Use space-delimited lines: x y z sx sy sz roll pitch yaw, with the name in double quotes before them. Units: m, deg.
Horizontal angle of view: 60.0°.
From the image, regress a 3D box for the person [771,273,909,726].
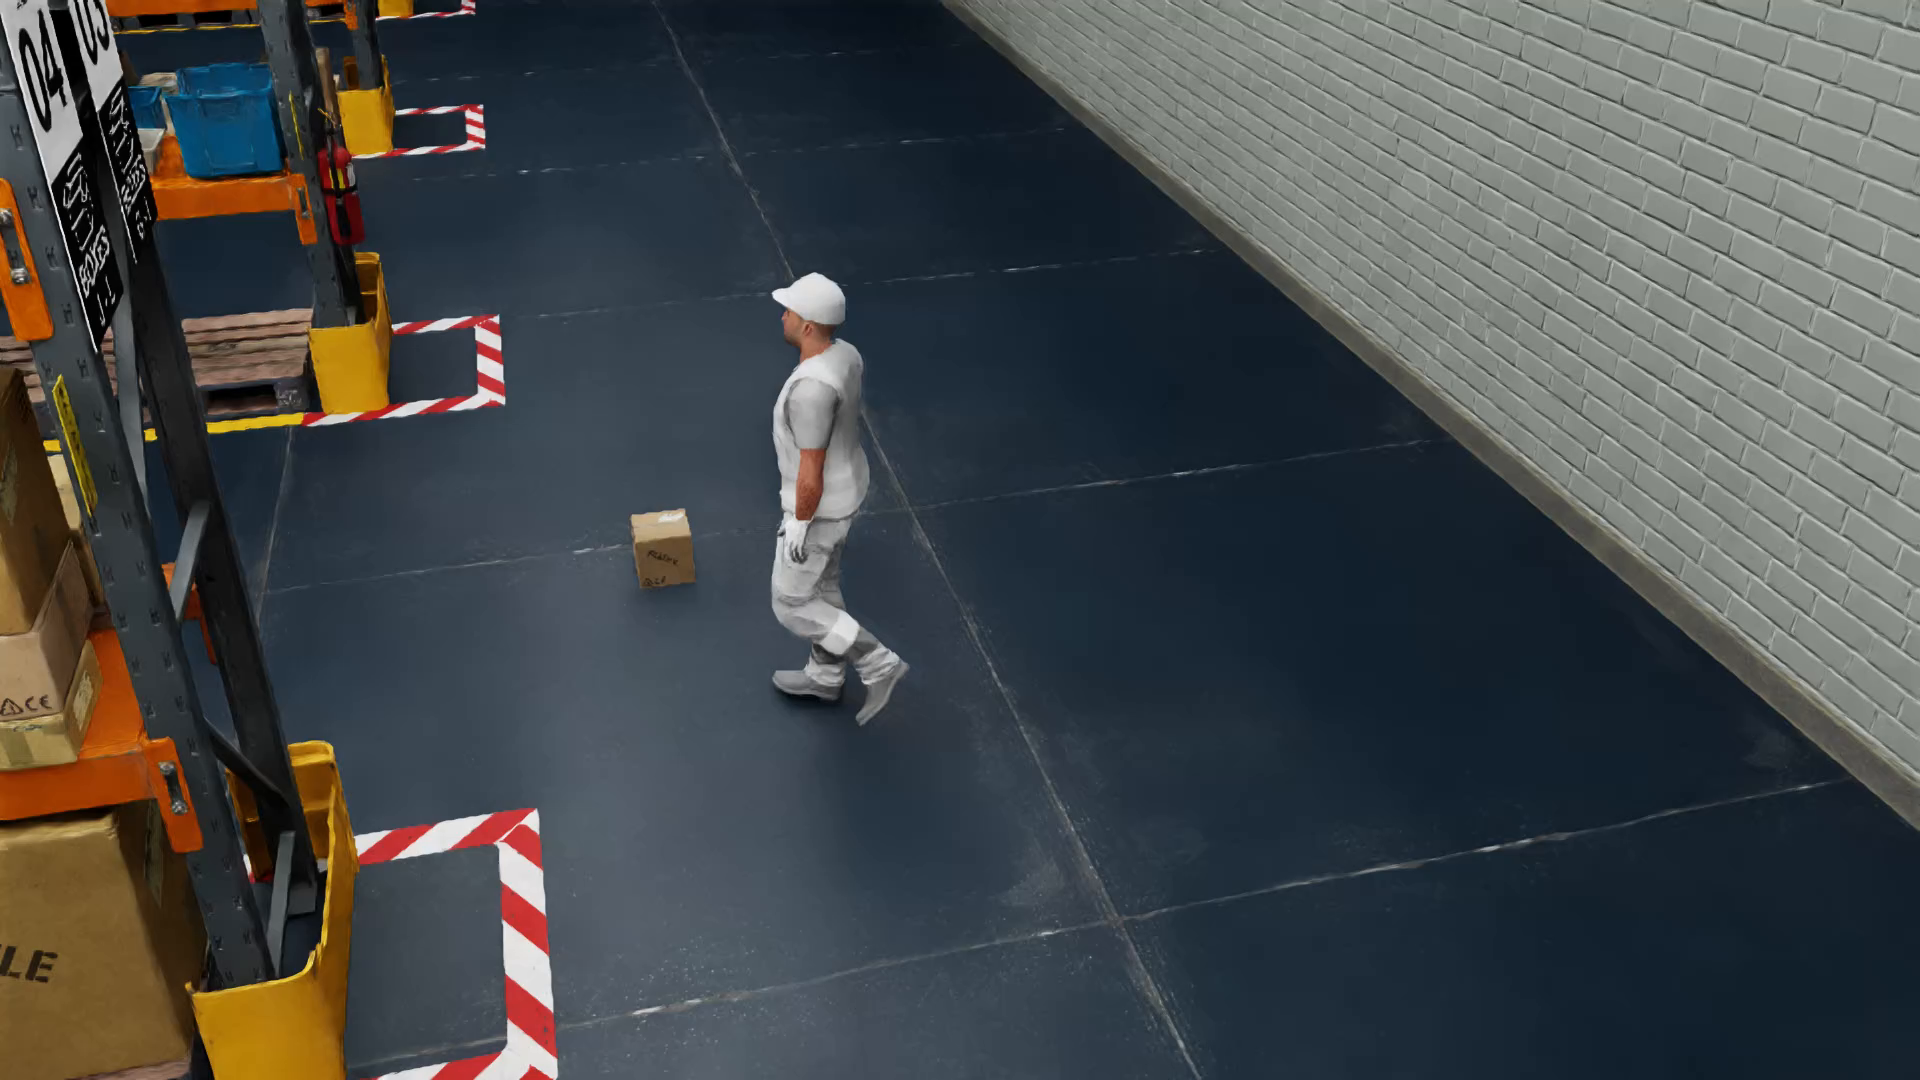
"person" -0.472 -0.139 6.311 0.607 1.785 0.576 6 31 10
